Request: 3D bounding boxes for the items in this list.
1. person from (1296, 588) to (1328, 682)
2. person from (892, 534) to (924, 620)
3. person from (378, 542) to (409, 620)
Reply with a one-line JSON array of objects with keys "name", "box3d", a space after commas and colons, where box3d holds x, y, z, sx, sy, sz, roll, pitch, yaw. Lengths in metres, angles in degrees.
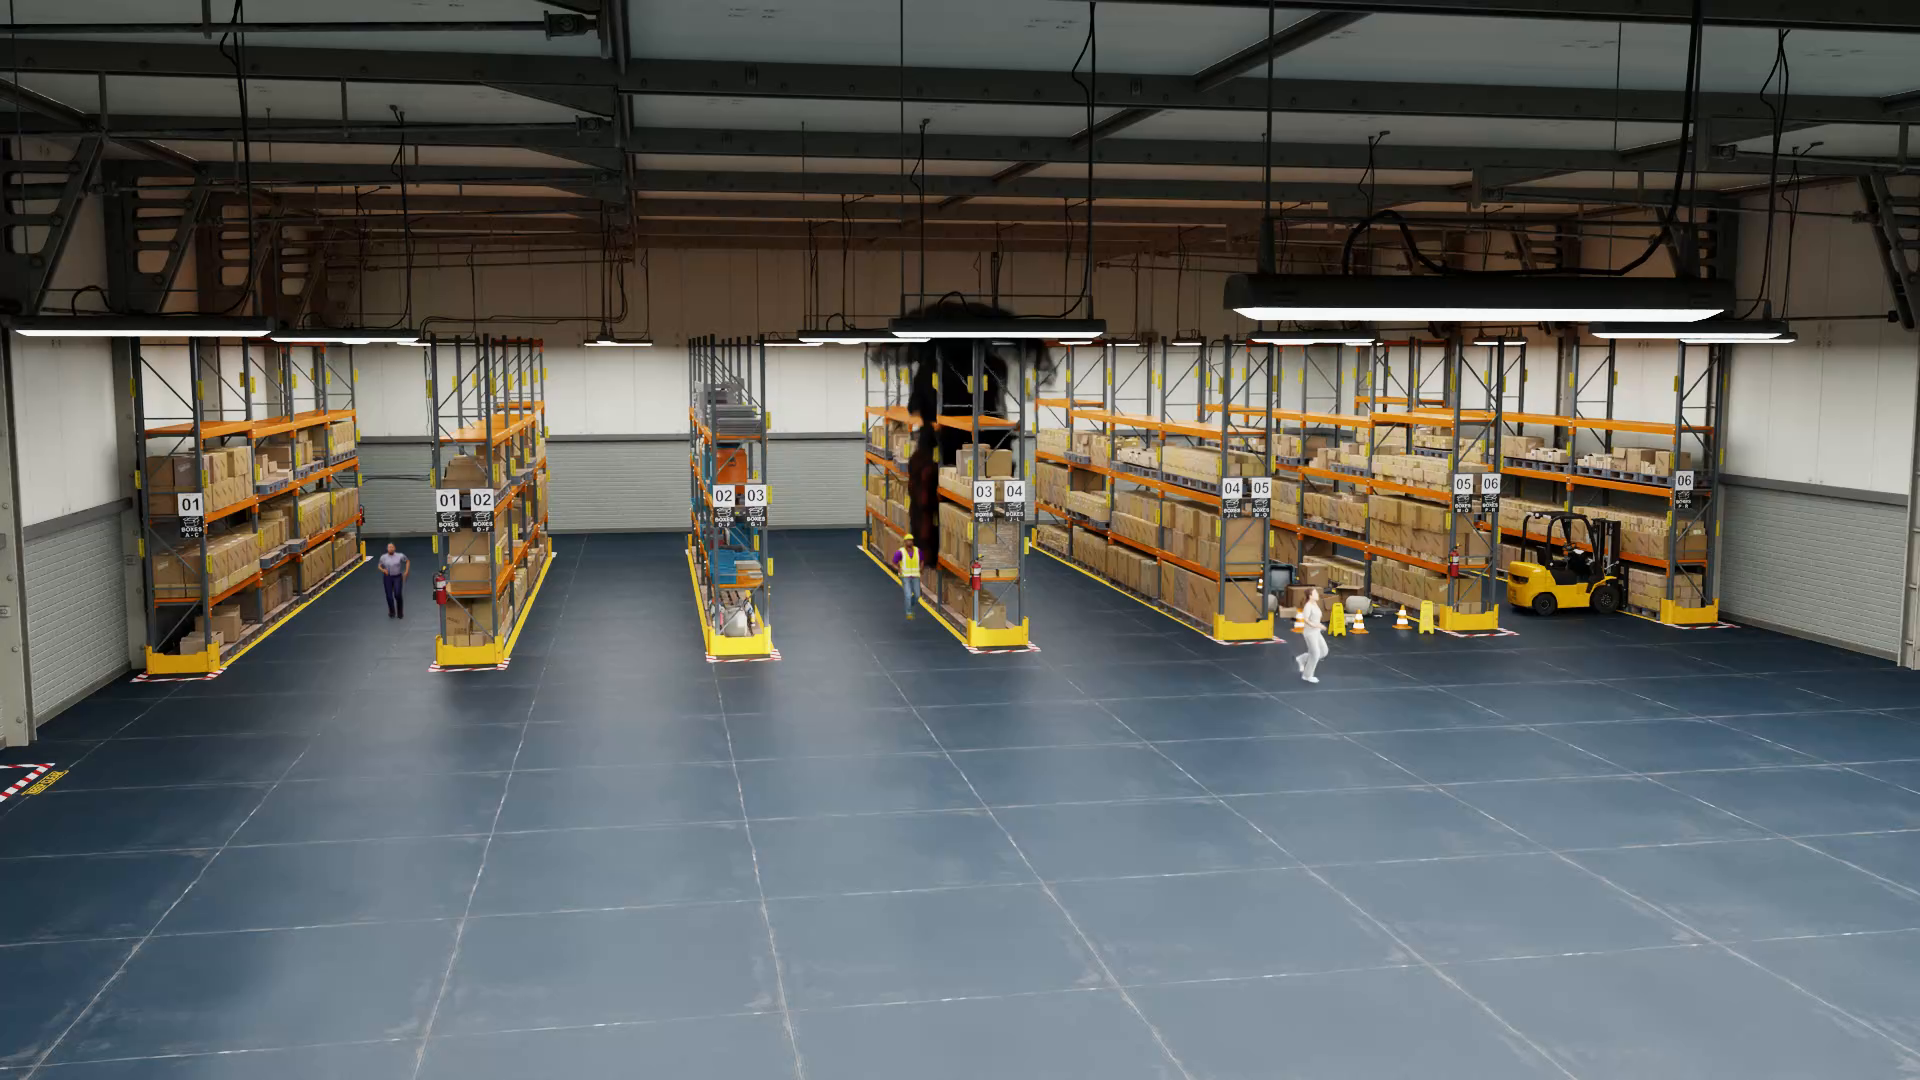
[{"name": "person", "box3d": [6.085, 1.628, 28.741, 0.578, 1.636, 0.601, 4, 8, 30]}, {"name": "person", "box3d": [-1.012, 0.742, 33.499, 0.696, 1.735, 0.558, -2, 7, -17]}, {"name": "person", "box3d": [-12.029, 0.889, 35.318, 0.619, 1.692, 0.691, -1, 7, -13]}]
